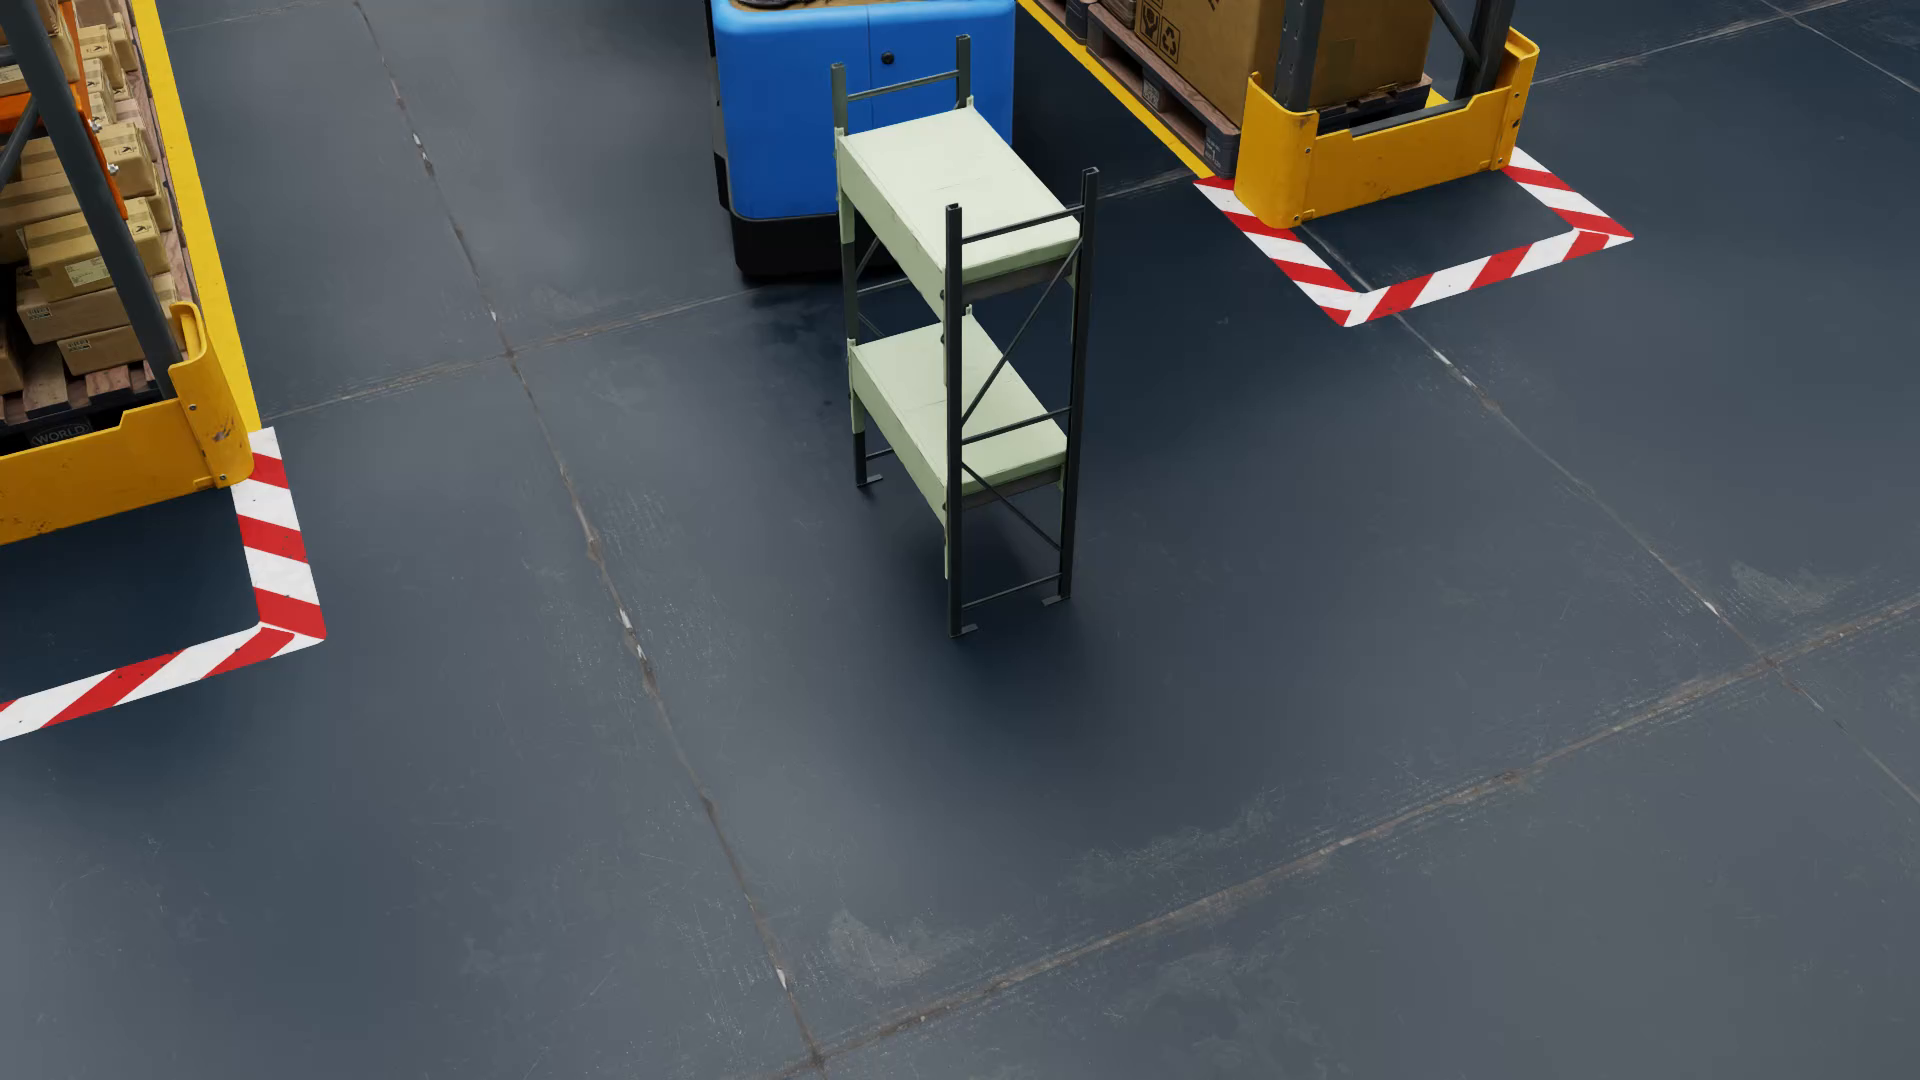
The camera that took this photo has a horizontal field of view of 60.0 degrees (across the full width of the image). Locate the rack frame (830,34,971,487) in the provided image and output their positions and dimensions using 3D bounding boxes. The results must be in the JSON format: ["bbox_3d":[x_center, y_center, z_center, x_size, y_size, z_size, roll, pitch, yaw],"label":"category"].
[{"bbox_3d":[-0.157,-0.771,4.964,0.400,1.500,0.023,-18,47,-17],"label":"rack frame"}]

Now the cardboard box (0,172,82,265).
[{"bbox_3d":[-3.014,-1.080,5.516,0.380,0.149,0.250,-17,47,-17],"label":"cardboard box"}]

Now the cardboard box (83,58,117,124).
[{"bbox_3d":[-3.291,-1.592,6.035,0.380,0.149,0.250,-16,47,-16],"label":"cardboard box"}]

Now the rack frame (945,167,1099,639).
[{"bbox_3d":[0.151,-0.305,4.491,0.400,1.500,0.023,-18,47,-17],"label":"rack frame"}]

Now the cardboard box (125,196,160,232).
[{"bbox_3d":[-2.928,-1.001,5.648,0.380,0.149,0.250,-18,47,-18],"label":"cardboard box"}]

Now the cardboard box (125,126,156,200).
[{"bbox_3d":[-3.121,-1.326,5.977,0.380,0.149,0.250,-17,47,-16],"label":"cardboard box"}]

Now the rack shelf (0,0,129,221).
[{"bbox_3d":[-3.718,-2.178,5.834,1.077,0.370,4.000,-18,47,-17],"label":"rack shelf"}]

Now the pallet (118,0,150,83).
[{"bbox_3d":[-4.244,-2.298,7.429,1.003,0.211,1.213,-18,47,-17],"label":"pallet"}]

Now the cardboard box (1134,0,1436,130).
[{"bbox_3d":[1.324,-2.337,6.697,0.875,0.875,0.875,-18,47,-17],"label":"cardboard box"}]

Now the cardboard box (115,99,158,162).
[{"bbox_3d":[-3.329,-1.535,6.401,0.380,0.149,0.250,-20,48,-19],"label":"cardboard box"}]

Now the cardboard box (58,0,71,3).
[{"bbox_3d":[-2.925,-1.710,5.027,0.380,0.149,0.250,-19,48,-19],"label":"cardboard box"}]

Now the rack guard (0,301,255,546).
[{"bbox_3d":[-2.909,-0.318,5.216,1.175,0.500,0.348,-18,47,-17],"label":"rack guard"}]

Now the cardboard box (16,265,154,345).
[{"bbox_3d":[-2.864,-0.810,5.454,0.380,0.149,0.250,-16,47,-16],"label":"cardboard box"}]

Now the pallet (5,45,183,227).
[{"bbox_3d":[-3.727,-1.520,6.640,1.003,0.211,1.213,-18,47,-17],"label":"pallet"}]

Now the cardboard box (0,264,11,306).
[{"bbox_3d":[-3.520,-0.896,5.753,0.380,0.149,0.250,-18,47,-18],"label":"cardboard box"}]

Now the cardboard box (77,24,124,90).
[{"bbox_3d":[-3.360,-1.773,6.218,0.380,0.149,0.250,-17,47,-17],"label":"cardboard box"}]

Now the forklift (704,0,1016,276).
[{"bbox_3d":[-0.531,-3.062,6.266,1.130,2.935,3.031,-6,45,-6],"label":"forklift"}]

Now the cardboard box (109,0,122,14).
[{"bbox_3d":[-3.881,-2.354,7.231,0.380,0.149,0.250,-20,48,-19],"label":"cardboard box"}]

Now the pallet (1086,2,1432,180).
[{"bbox_3d":[1.259,-2.054,7.181,1.003,0.211,1.213,-18,47,-17],"label":"pallet"}]

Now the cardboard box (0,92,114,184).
[{"bbox_3d":[-3.183,-1.412,5.853,0.380,0.149,0.250,-20,48,-19],"label":"cardboard box"}]

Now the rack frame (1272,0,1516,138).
[{"bbox_3d":[1.666,-2.560,5.709,1.000,3.000,0.127,-18,47,-17],"label":"rack frame"}]

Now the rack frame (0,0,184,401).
[{"bbox_3d":[-2.877,-1.159,4.289,1.000,3.000,0.127,-18,47,-17],"label":"rack frame"}]

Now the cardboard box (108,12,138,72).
[{"bbox_3d":[-3.649,-2.034,6.907,0.380,0.149,0.250,-18,47,-17],"label":"cardboard box"}]

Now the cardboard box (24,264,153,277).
[{"bbox_3d":[-2.991,-0.865,5.722,0.380,0.149,0.250,-18,47,-18],"label":"cardboard box"}]

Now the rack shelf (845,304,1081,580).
[{"bbox_3d":[-0.003,-0.306,4.957,0.431,0.370,0.720,-18,47,-17],"label":"rack shelf"}]

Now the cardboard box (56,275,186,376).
[{"bbox_3d":[-2.806,-0.722,5.577,0.380,0.149,0.250,-17,47,-17],"label":"cardboard box"}]

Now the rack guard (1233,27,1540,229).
[{"bbox_3d":[1.676,-1.655,6.571,1.175,0.500,0.348,-18,47,-17],"label":"rack guard"}]

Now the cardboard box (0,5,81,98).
[{"bbox_3d":[-2.715,-1.373,4.685,0.380,0.149,0.250,-18,48,-18],"label":"cardboard box"}]

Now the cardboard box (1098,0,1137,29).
[{"bbox_3d":[0.942,-2.917,7.284,0.875,0.875,0.875,-18,47,-17],"label":"cardboard box"}]

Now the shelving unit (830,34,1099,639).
[{"bbox_3d":[-0.003,-0.538,4.728,0.431,1.500,0.755,-18,47,-17],"label":"shelving unit"}]

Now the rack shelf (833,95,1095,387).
[{"bbox_3d":[-0.003,-0.816,4.453,0.431,0.370,0.720,-18,47,-17],"label":"rack shelf"}]

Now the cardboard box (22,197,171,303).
[{"bbox_3d":[-2.789,-0.940,5.374,0.380,0.149,0.250,-20,48,-19],"label":"cardboard box"}]

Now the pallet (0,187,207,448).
[{"bbox_3d":[-3.218,-0.743,5.853,1.003,0.211,1.213,-18,47,-17],"label":"pallet"}]

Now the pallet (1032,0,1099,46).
[{"bbox_3d":[0.750,-2.830,7.968,1.003,0.211,1.213,-18,47,-17],"label":"pallet"}]

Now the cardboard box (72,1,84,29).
[{"bbox_3d":[-3.553,-1.905,6.352,0.380,0.149,0.250,-18,47,-17],"label":"cardboard box"}]

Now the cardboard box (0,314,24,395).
[{"bbox_3d":[-3.287,-0.568,5.421,0.380,0.149,0.250,-17,47,-17],"label":"cardboard box"}]

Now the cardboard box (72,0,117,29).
[{"bbox_3d":[-3.558,-2.095,6.545,0.380,0.149,0.250,-20,48,-19],"label":"cardboard box"}]

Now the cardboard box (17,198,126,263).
[{"bbox_3d":[-3.111,-1.131,5.779,0.380,0.149,0.250,-17,47,-17],"label":"cardboard box"}]

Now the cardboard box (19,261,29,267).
[{"bbox_3d":[-3.101,-1.021,5.880,0.380,0.149,0.250,-18,47,-17],"label":"cardboard box"}]

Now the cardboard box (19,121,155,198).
[{"bbox_3d":[-3.003,-1.279,5.717,0.380,0.149,0.250,-18,47,-18],"label":"cardboard box"}]

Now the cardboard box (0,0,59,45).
[{"bbox_3d":[-2.815,-1.668,4.522,0.500,0.500,0.500,-16,47,-16],"label":"cardboard box"}]

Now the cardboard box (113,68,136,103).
[{"bbox_3d":[-3.469,-1.704,6.572,0.380,0.149,0.250,-18,47,-17],"label":"cardboard box"}]

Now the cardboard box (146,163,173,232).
[{"bbox_3d":[-3.110,-1.217,6.078,0.380,0.149,0.250,-17,47,-17],"label":"cardboard box"}]
